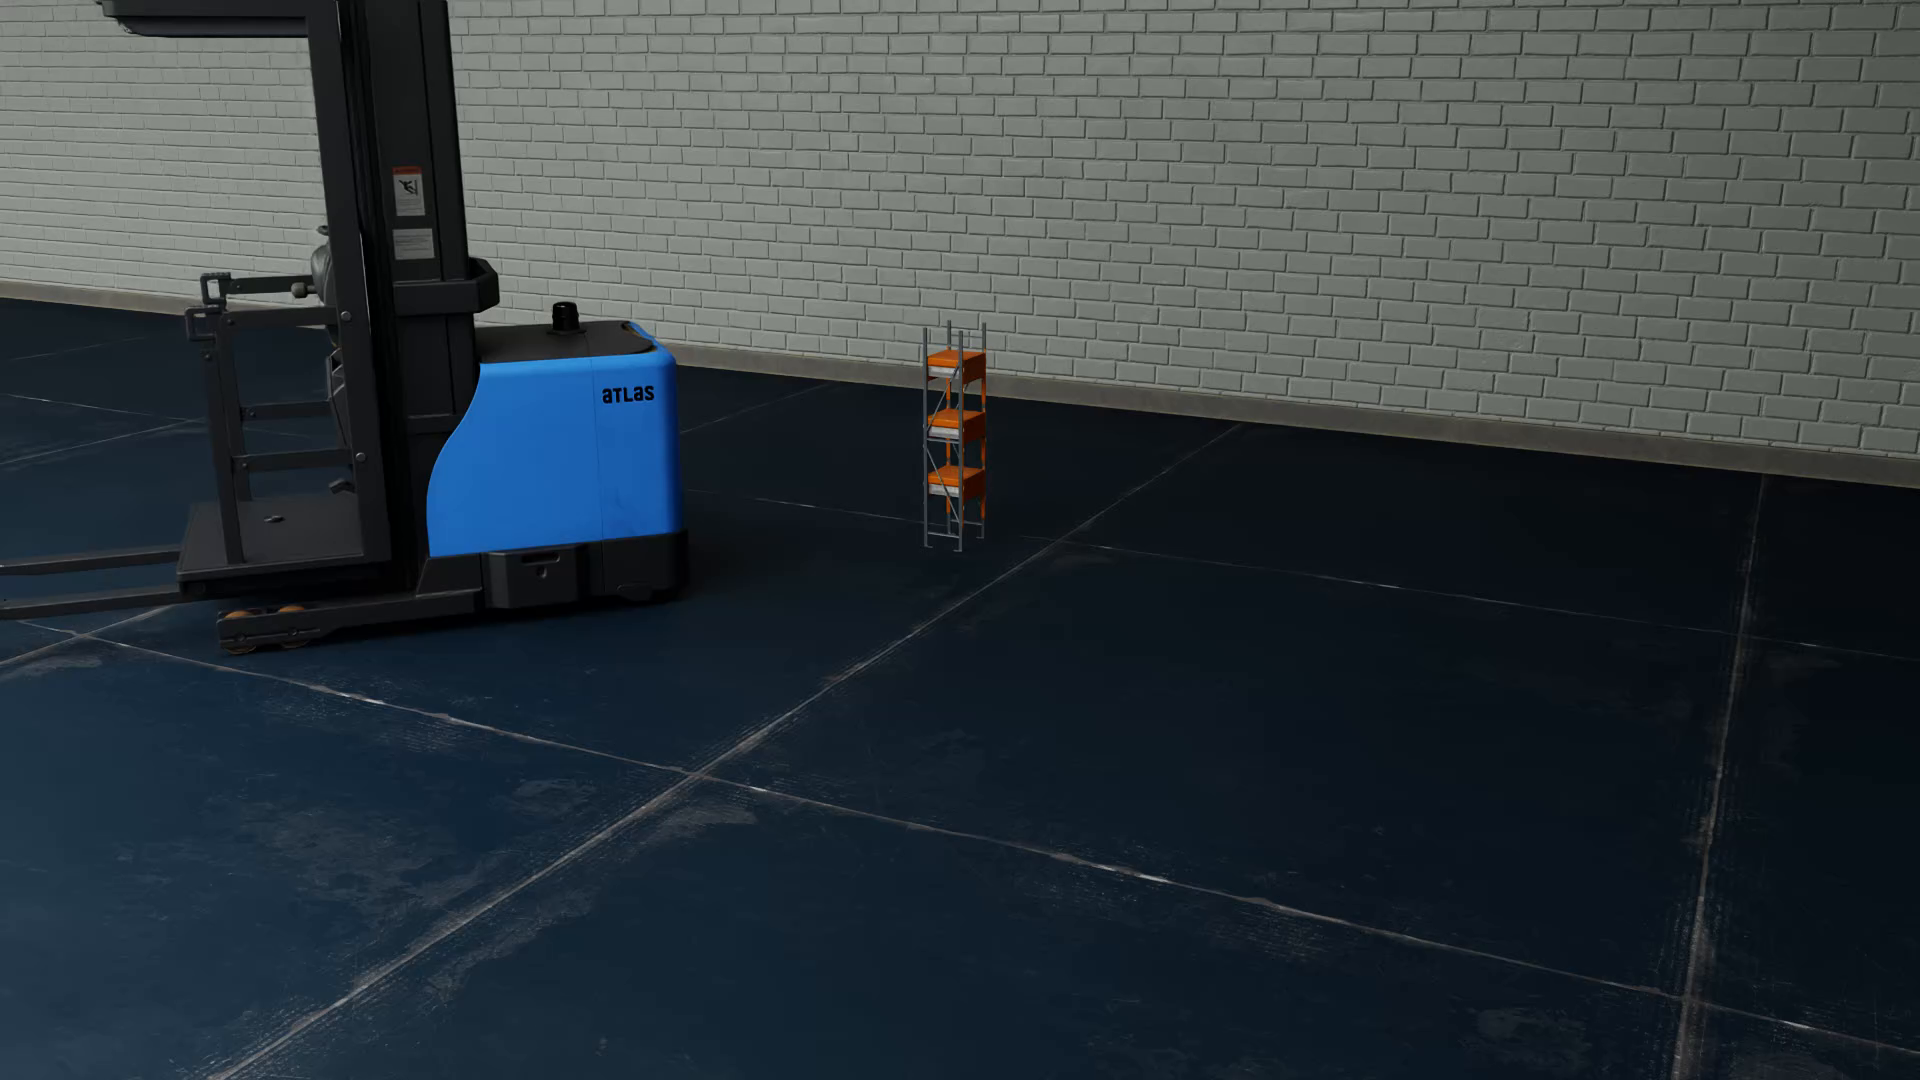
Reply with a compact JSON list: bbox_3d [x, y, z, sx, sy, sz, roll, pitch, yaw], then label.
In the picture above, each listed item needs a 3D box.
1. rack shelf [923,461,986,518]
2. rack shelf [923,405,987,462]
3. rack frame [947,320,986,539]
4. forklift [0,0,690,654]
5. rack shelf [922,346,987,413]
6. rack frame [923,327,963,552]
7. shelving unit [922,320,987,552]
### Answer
[{"bbox_3d":[-0.024,-0.213,7.911,0.215,0.259,0.240,8,18,25],"label":"rack shelf"},{"bbox_3d":[-0.024,-0.479,7.832,0.215,0.259,0.240,8,18,25],"label":"rack shelf"},{"bbox_3d":[0.031,-0.521,7.934,0.200,1.050,0.008,8,18,25],"label":"rack frame"},{"bbox_3d":[-2.737,-1.127,6.672,3.031,2.935,1.130,-6,18,-20],"label":"forklift"},{"bbox_3d":[-0.024,-0.752,7.751,0.215,0.259,0.240,8,18,25],"label":"rack shelf"},{"bbox_3d":[-0.078,-0.459,7.724,0.200,1.050,0.008,8,18,25],"label":"rack frame"},{"bbox_3d":[-0.024,-0.490,7.829,0.215,1.050,0.252,8,18,25],"label":"shelving unit"}]
